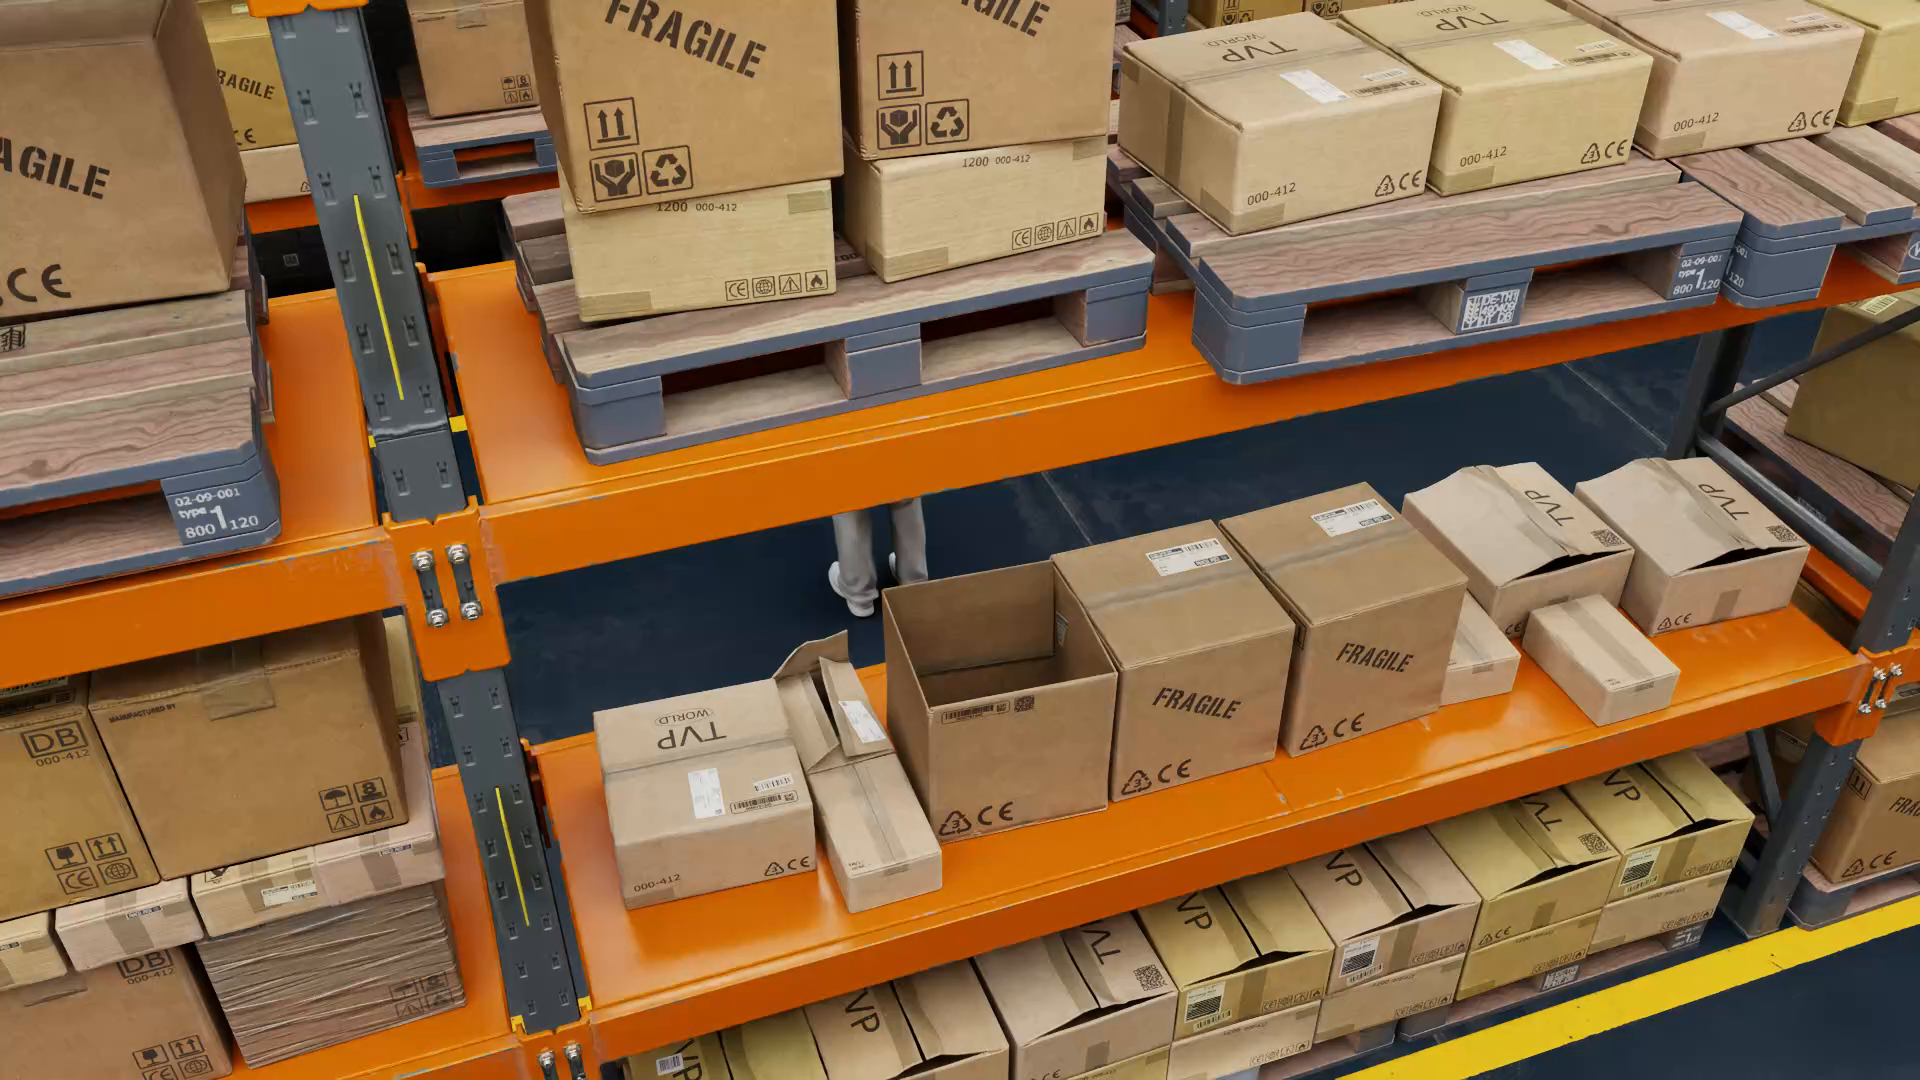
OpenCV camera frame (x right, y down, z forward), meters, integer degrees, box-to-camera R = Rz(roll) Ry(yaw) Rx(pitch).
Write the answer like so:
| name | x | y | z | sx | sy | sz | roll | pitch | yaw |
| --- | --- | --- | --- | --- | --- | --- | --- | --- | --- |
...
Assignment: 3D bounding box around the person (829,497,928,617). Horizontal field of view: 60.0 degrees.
| name | x | y | z | sx | sy | sz | roll | pitch | yaw |
| --- | --- | --- | --- | --- | --- | --- | --- | --- | --- |
| person | -0.387 | -0.512 | 6.877 | 0.525 | 1.733 | 0.543 | -12 | 39 | -16 |
